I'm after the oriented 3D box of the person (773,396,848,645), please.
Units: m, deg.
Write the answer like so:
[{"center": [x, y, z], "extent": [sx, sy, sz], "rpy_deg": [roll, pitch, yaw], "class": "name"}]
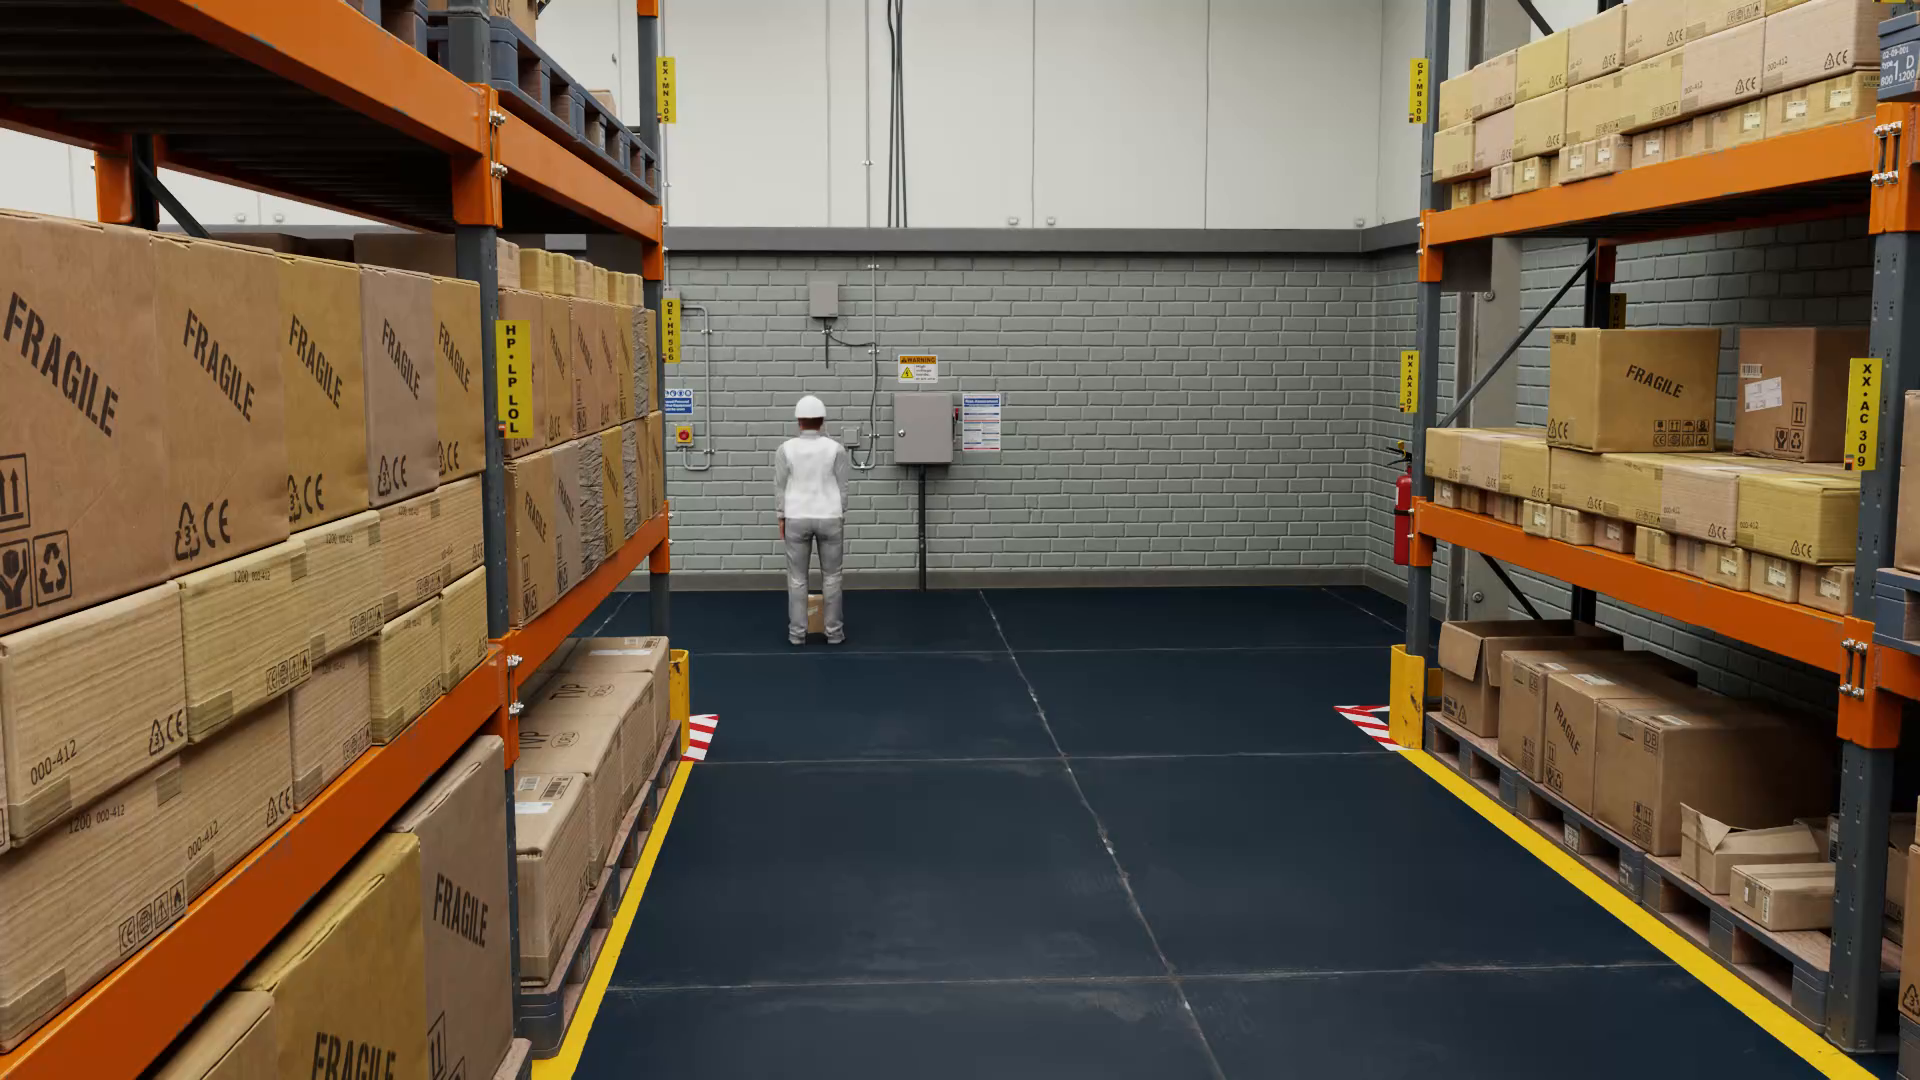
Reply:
[{"center": [-1.060, -0.142, 11.860], "extent": [0.532, 1.766, 0.360], "rpy_deg": [0, 7, -3], "class": "person"}]
